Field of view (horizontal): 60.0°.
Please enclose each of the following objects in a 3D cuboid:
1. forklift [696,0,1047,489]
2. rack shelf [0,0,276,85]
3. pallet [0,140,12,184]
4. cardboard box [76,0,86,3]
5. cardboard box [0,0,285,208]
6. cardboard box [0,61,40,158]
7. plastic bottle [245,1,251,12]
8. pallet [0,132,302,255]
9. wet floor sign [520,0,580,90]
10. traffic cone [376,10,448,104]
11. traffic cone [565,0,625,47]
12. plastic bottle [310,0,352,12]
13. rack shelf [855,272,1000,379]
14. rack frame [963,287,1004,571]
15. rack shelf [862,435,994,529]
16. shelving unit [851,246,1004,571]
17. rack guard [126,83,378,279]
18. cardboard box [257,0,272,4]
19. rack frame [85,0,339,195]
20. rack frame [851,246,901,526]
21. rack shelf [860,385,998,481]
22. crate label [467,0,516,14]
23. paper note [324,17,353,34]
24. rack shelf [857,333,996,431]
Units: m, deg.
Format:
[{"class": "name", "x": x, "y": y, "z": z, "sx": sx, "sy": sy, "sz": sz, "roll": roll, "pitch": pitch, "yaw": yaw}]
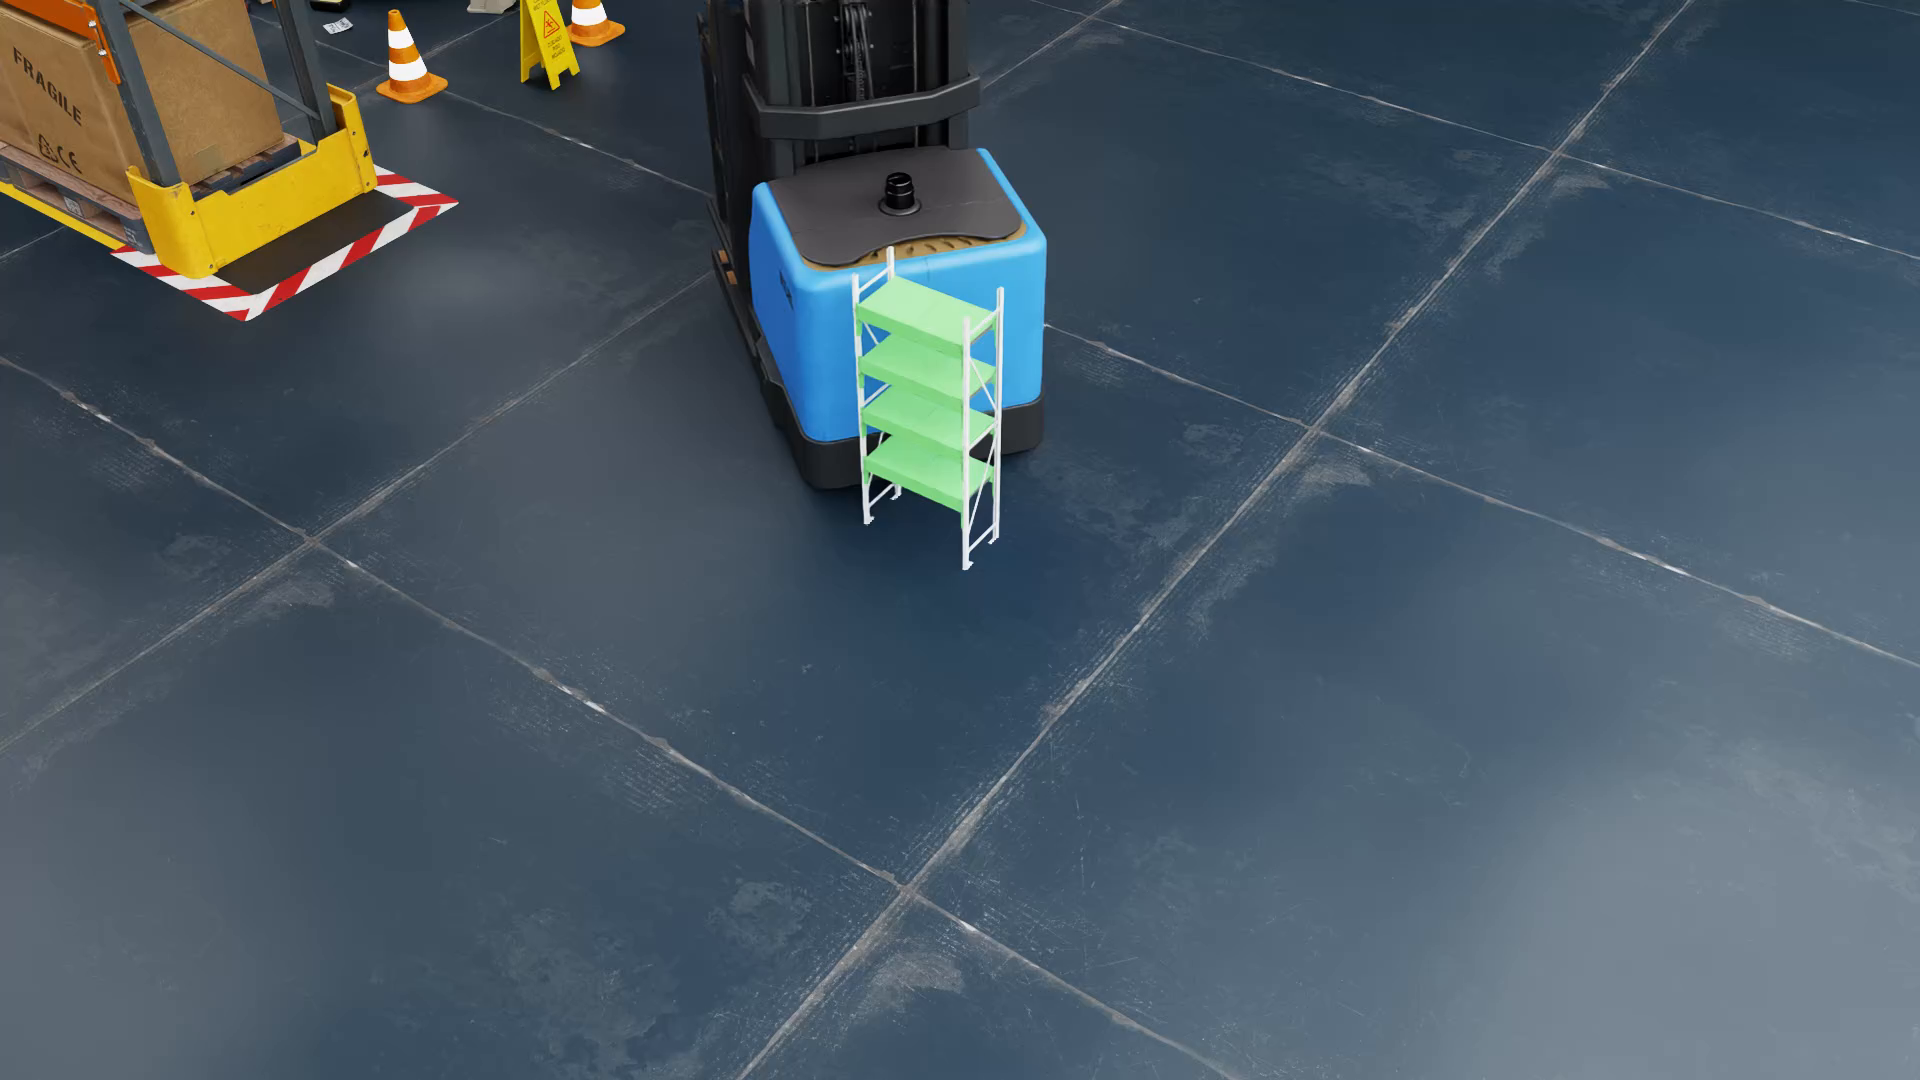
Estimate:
[{"class": "forklift", "x": -0.577, "y": -2.297, "z": 7.120, "sx": 1.130, "sy": 2.935, "sz": 3.031, "roll": -12, "pitch": 43, "yaw": -13}, {"class": "rack shelf", "x": -5.211, "y": -3.275, "z": 8.700, "sx": 4.000, "sy": 0.370, "sz": 1.077, "roll": 25, "pitch": 48, "yaw": 25}, {"class": "pallet", "x": -5.268, "y": -2.469, "z": 9.351, "sx": 1.213, "sy": 0.211, "sz": 1.003, "roll": 25, "pitch": 48, "yaw": 25}, {"class": "cardboard box", "x": -3.904, "y": -2.951, "z": 7.686, "sx": 0.550, "sy": 0.550, "sz": 0.875, "roll": 25, "pitch": 48, "yaw": 25}, {"class": "cardboard box", "x": -4.167, "y": -2.366, "z": 8.423, "sx": 0.875, "sy": 0.875, "sz": 0.875, "roll": 25, "pitch": 48, "yaw": 26}, {"class": "cardboard box", "x": -4.888, "y": -2.702, "z": 8.798, "sx": 0.875, "sy": 0.875, "sz": 0.875, "roll": 24, "pitch": 47, "yaw": 25}, {"class": "plastic bottle", "x": -4.557, "y": -3.302, "z": 10.394, "sx": 0.133, "sy": 0.061, "sz": 0.283, "roll": 10, "pitch": 43, "yaw": 11}, {"class": "pallet", "x": -4.273, "y": -2.002, "z": 8.829, "sx": 1.213, "sy": 0.211, "sz": 1.003, "roll": 25, "pitch": 48, "yaw": 25}, {"class": "wet floor sign", "x": -2.413, "y": -2.970, "z": 9.585, "sx": 0.232, "sy": 0.644, "sz": 0.267, "roll": 17, "pitch": 45, "yaw": 18}, {"class": "traffic cone", "x": -3.193, "y": -2.811, "z": 9.544, "sx": 0.334, "sy": 0.463, "sz": 0.336, "roll": 25, "pitch": 48, "yaw": 25}, {"class": "traffic cone", "x": -2.266, "y": -3.298, "z": 10.088, "sx": 0.334, "sy": 0.463, "sz": 0.336, "roll": 25, "pitch": 48, "yaw": 25}, {"class": "plastic bottle", "x": -4.007, "y": -3.401, "z": 10.505, "sx": 0.283, "sy": 0.061, "sz": 0.133, "roll": 10, "pitch": 43, "yaw": 11}, {"class": "rack shelf", "x": -0.118, "y": -0.793, "z": 6.113, "sx": 0.480, "sy": 0.148, "sz": 0.258, "roll": 24, "pitch": 47, "yaw": 25}, {"class": "rack frame", "x": 0.084, "y": -0.392, "z": 6.288, "sx": 0.015, "sy": 1.200, "sz": 0.240, "roll": 24, "pitch": 47, "yaw": 25}, {"class": "rack shelf", "x": -0.118, "y": -0.257, "z": 6.593, "sx": 0.480, "sy": 0.148, "sz": 0.258, "roll": 24, "pitch": 47, "yaw": 25}, {"class": "shelving unit", "x": -0.118, "y": -0.483, "z": 6.390, "sx": 0.503, "sy": 1.200, "sz": 0.258, "roll": 24, "pitch": 47, "yaw": 25}, {"class": "rack guard", "x": -3.554, "y": -1.837, "z": 8.428, "sx": 0.348, "sy": 0.500, "sz": 1.175, "roll": 25, "pitch": 48, "yaw": 25}, {"class": "cardboard box", "x": -4.384, "y": -3.638, "z": 10.616, "sx": 0.396, "sy": 0.266, "sz": 0.258, "roll": -34, "pitch": 52, "yaw": -32}, {"class": "rack frame", "x": -3.574, "y": -2.778, "z": 7.605, "sx": 0.127, "sy": 3.000, "sz": 1.000, "roll": 25, "pitch": 48, "yaw": 25}, {"class": "rack frame", "x": -0.320, "y": -0.574, "z": 6.492, "sx": 0.015, "sy": 1.200, "sz": 0.240, "roll": 24, "pitch": 47, "yaw": 25}, {"class": "rack shelf", "x": -0.118, "y": -0.436, "z": 6.433, "sx": 0.480, "sy": 0.148, "sz": 0.258, "roll": 24, "pitch": 47, "yaw": 25}, {"class": "crate label", "x": -2.945, "y": -3.443, "z": 10.495, "sx": 0.298, "sy": 0.136, "sz": 0.250, "roll": 3, "pitch": 42, "yaw": 4}, {"class": "paper note", "x": -3.849, "y": -3.182, "z": 10.284, "sx": 0.144, "sy": 0.017, "sz": 0.142, "roll": -25, "pitch": 48, "yaw": -25}, {"class": "rack shelf", "x": -0.118, "y": -0.614, "z": 6.273, "sx": 0.480, "sy": 0.148, "sz": 0.258, "roll": 24, "pitch": 47, "yaw": 25}]
